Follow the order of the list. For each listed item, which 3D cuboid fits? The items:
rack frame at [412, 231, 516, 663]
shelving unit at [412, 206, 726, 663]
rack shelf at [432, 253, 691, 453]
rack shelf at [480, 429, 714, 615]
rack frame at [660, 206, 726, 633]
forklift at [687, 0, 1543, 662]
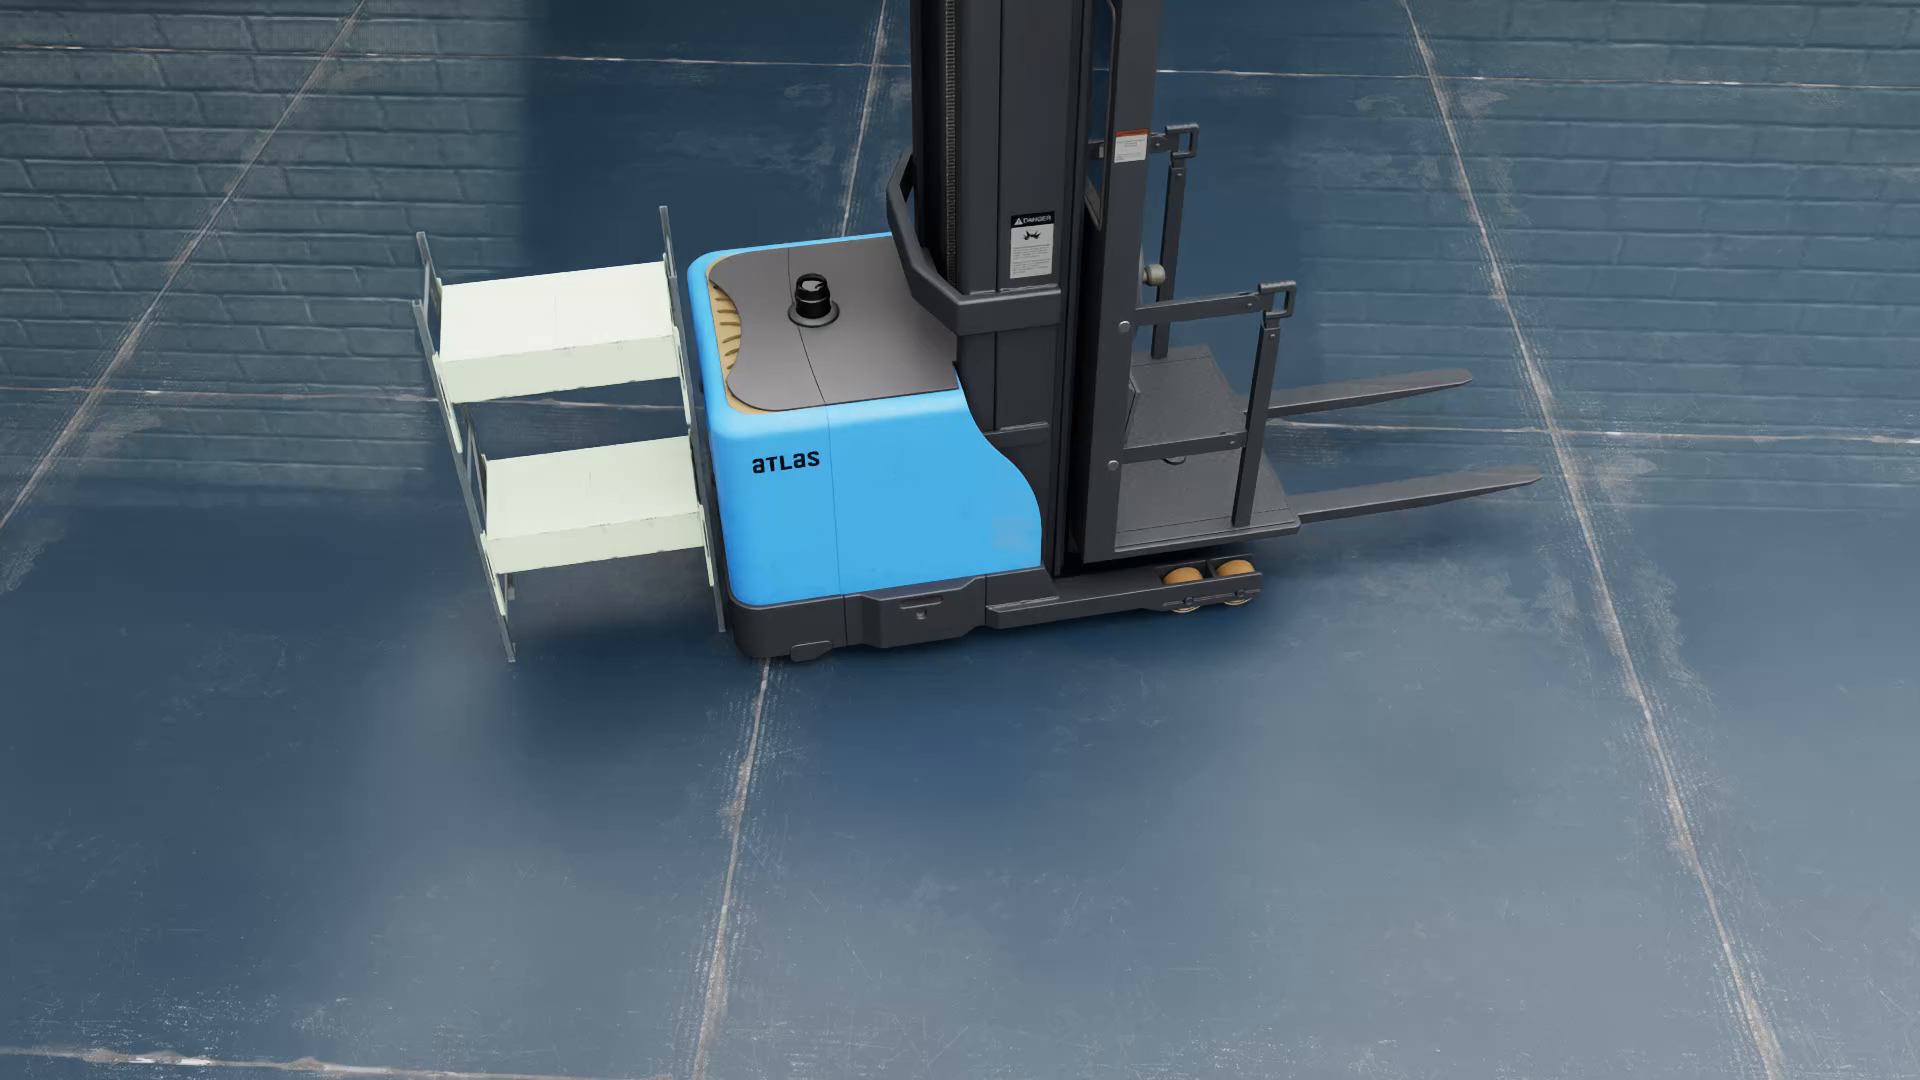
[{"bbox_3d":[-1.599,-0.255,5.423,0.023,1.500,0.400,-8,44,-8],"label":"rack frame"},{"bbox_3d":[-1.241,-0.305,5.477,0.755,1.500,0.431,-8,44,-8],"label":"shelving unit"},{"bbox_3d":[-1.241,-0.590,5.211,0.720,0.370,0.431,-8,44,-8],"label":"rack shelf"},{"bbox_3d":[-1.241,-0.066,5.699,0.720,0.370,0.431,-8,44,-8],"label":"rack shelf"},{"bbox_3d":[-0.882,-0.355,5.530,0.023,1.500,0.400,-8,44,-8],"label":"rack frame"},{"bbox_3d":[0.616,-1.159,5.343,3.031,2.935,1.130,-8,44,-8],"label":"forklift"}]
